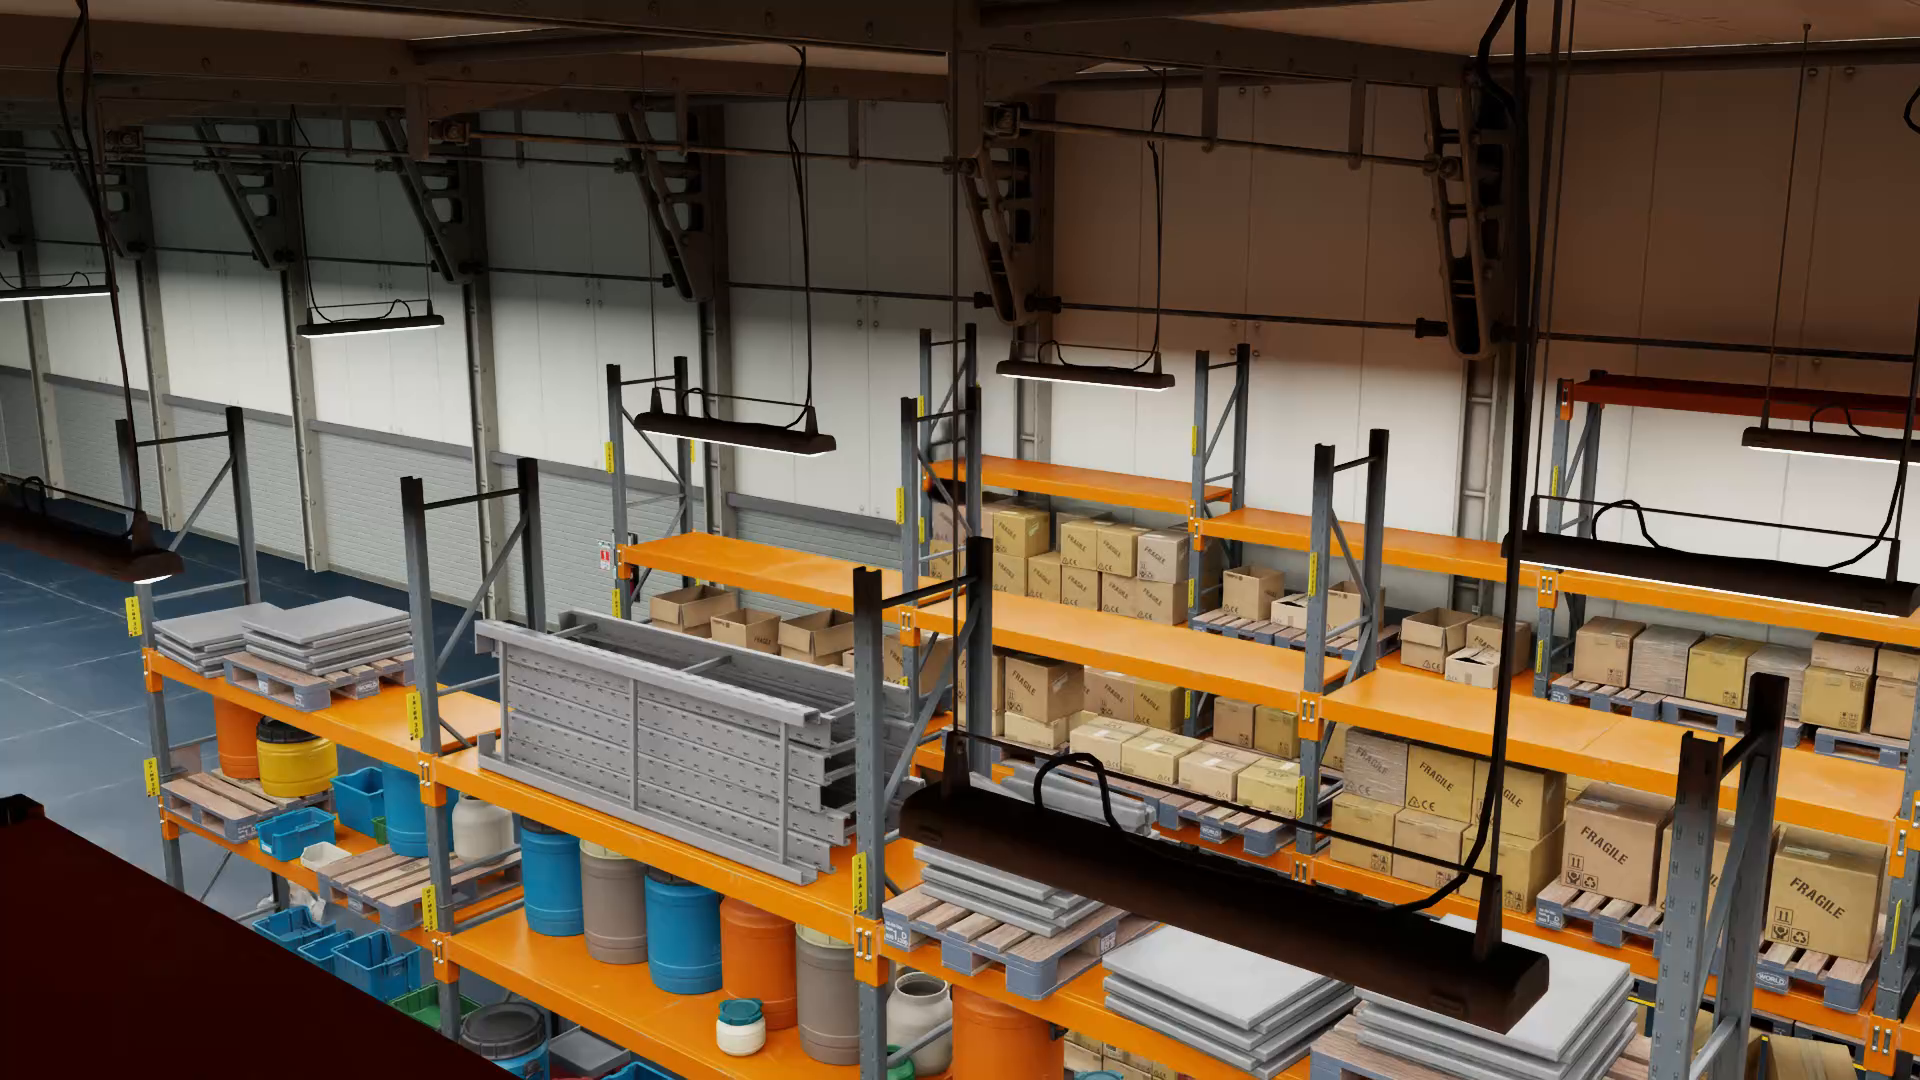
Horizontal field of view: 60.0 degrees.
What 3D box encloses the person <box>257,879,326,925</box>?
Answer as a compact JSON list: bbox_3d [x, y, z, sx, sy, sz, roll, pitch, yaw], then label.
[{"bbox_3d":[-6.303,3.715,16.153,0.928,1.705,0.646,-10,16,-38],"label":"person"}]
